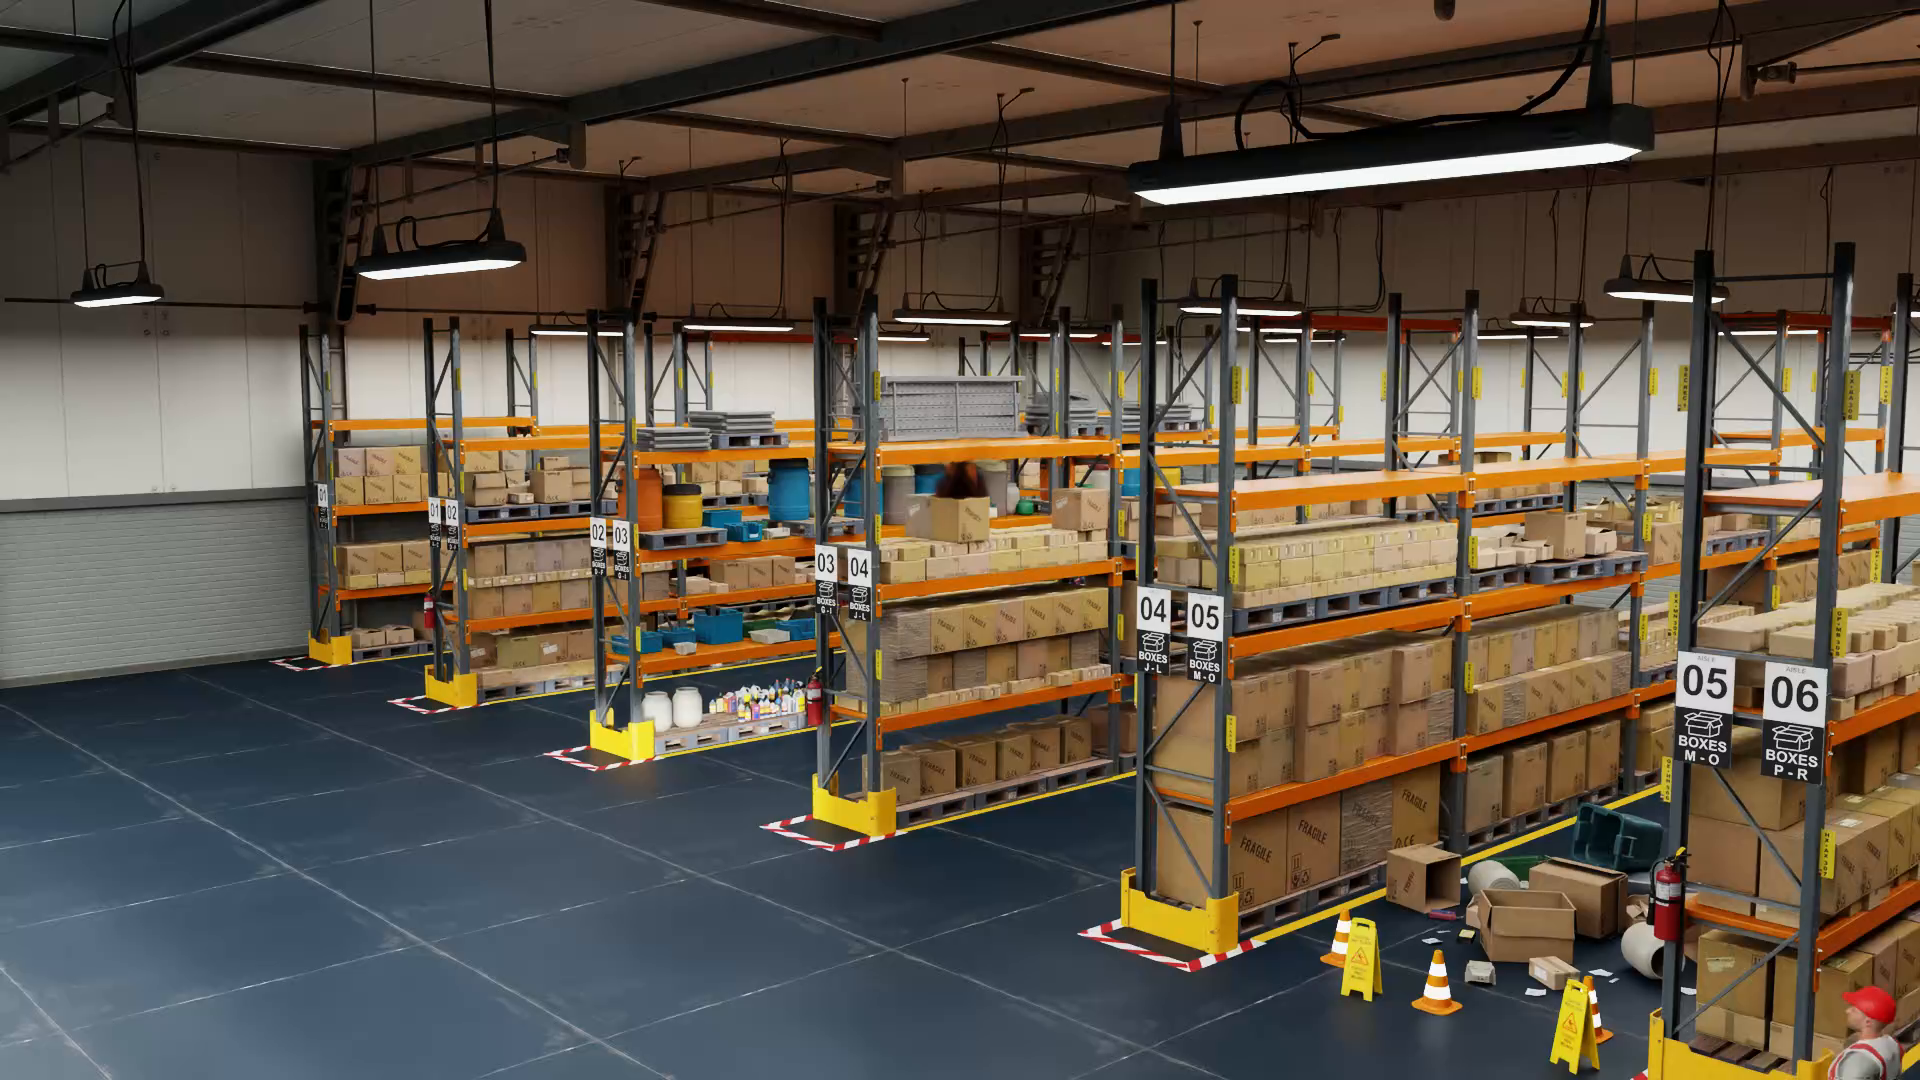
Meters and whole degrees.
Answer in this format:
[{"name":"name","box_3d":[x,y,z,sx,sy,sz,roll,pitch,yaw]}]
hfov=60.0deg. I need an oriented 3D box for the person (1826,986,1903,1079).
[{"name":"person","box_3d":[5.040,3.358,9.272,0.907,1.774,0.534,4,7,31]}]
